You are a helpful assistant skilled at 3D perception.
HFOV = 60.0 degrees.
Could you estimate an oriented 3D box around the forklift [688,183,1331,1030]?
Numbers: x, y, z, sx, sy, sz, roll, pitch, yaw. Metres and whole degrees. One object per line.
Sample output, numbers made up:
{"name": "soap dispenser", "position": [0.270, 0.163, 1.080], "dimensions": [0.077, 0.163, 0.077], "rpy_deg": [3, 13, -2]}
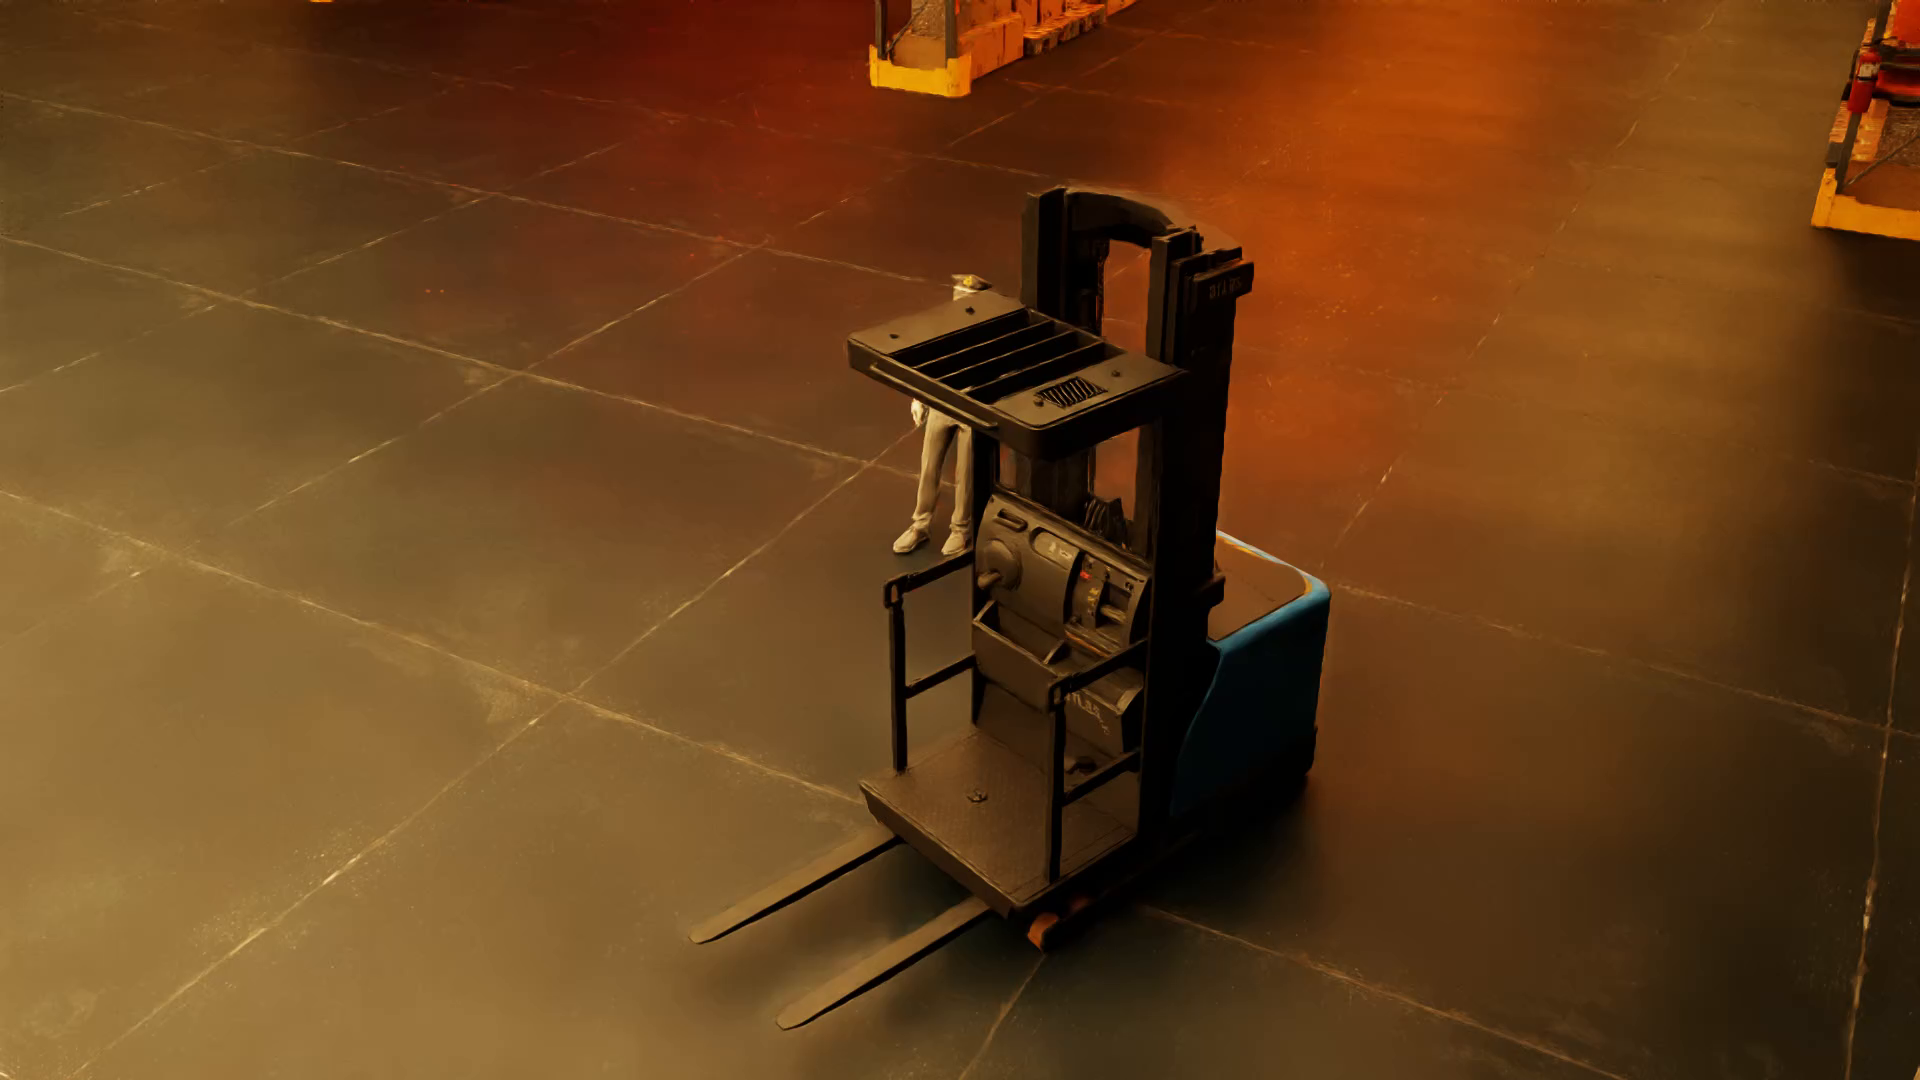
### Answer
{"name": "forklift", "position": [0.253, 0.165, 6.785], "dimensions": [3.031, 2.935, 1.130], "rpy_deg": [-24, 37, -35]}

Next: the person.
{"name": "person", "position": [-0.039, -0.713, 9.527], "dimensions": [0.586, 1.695, 0.532], "rpy_deg": [15, 33, 25]}
